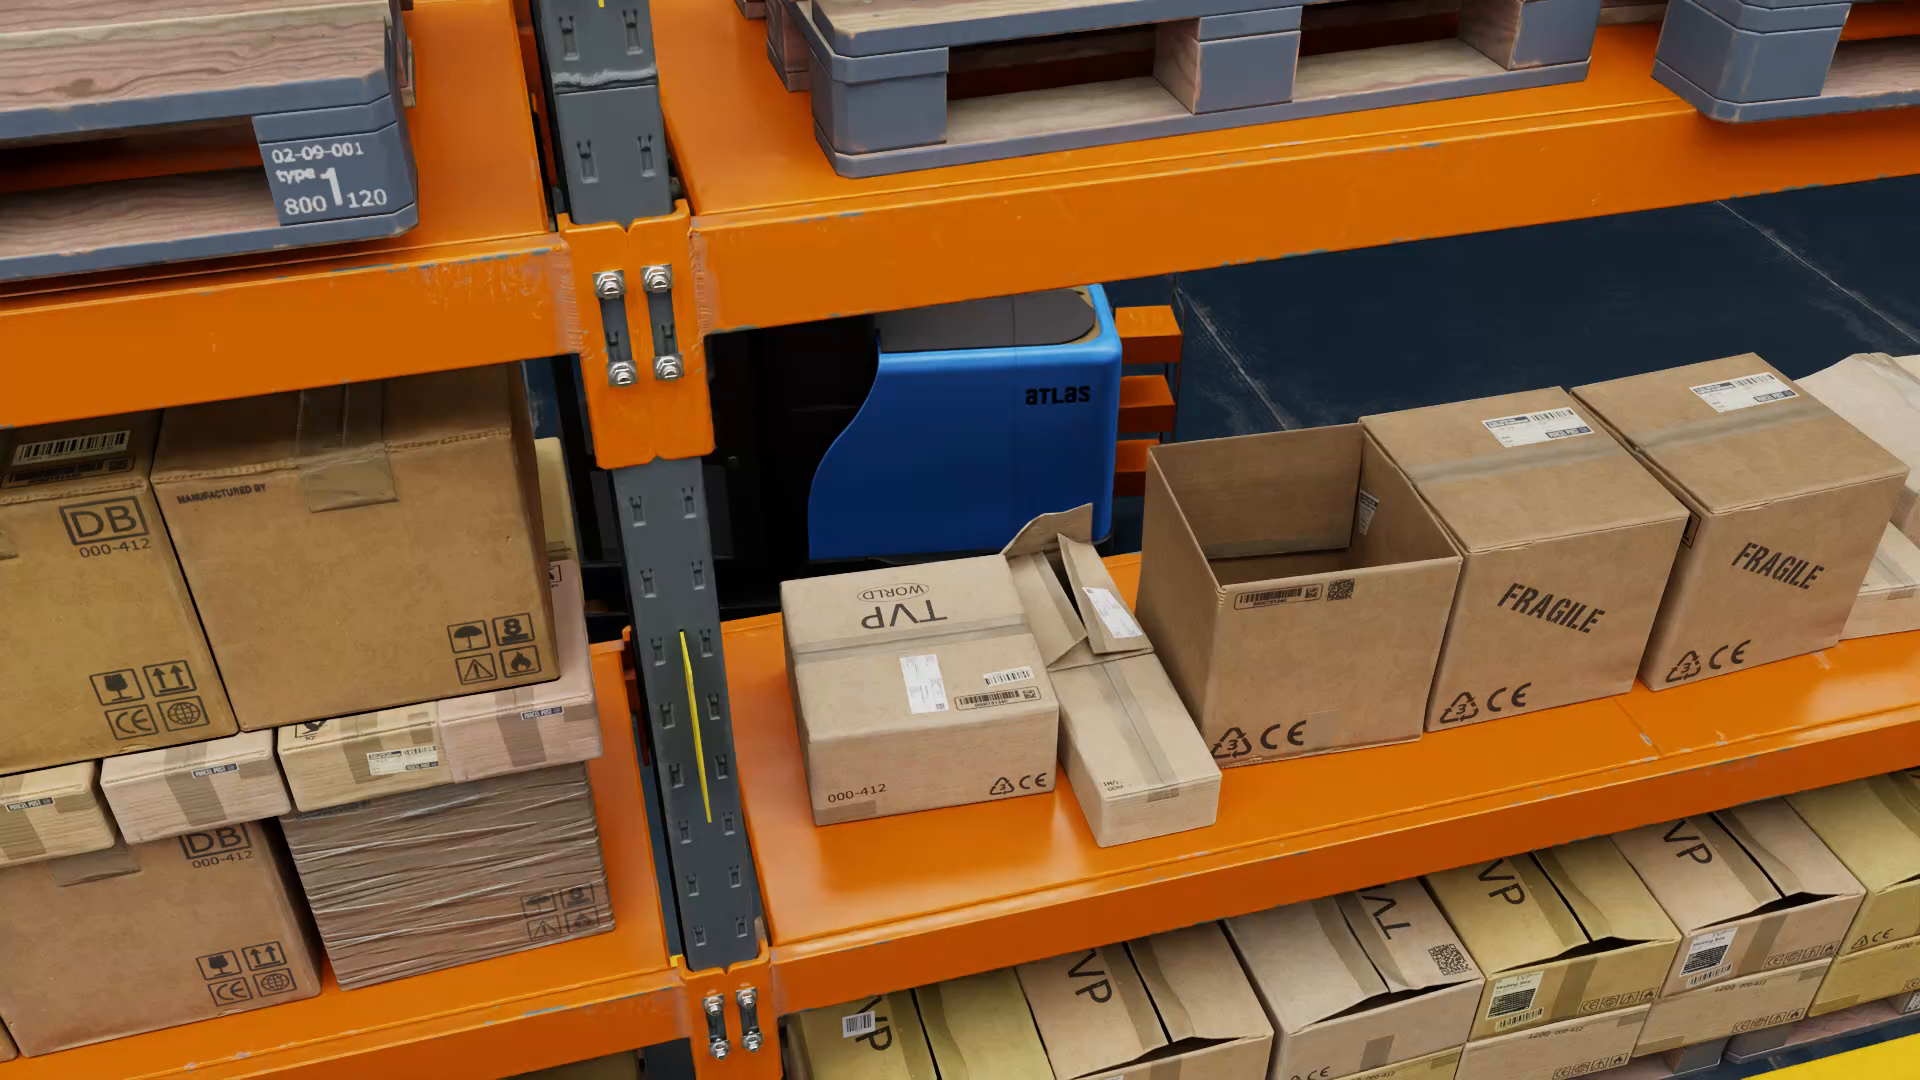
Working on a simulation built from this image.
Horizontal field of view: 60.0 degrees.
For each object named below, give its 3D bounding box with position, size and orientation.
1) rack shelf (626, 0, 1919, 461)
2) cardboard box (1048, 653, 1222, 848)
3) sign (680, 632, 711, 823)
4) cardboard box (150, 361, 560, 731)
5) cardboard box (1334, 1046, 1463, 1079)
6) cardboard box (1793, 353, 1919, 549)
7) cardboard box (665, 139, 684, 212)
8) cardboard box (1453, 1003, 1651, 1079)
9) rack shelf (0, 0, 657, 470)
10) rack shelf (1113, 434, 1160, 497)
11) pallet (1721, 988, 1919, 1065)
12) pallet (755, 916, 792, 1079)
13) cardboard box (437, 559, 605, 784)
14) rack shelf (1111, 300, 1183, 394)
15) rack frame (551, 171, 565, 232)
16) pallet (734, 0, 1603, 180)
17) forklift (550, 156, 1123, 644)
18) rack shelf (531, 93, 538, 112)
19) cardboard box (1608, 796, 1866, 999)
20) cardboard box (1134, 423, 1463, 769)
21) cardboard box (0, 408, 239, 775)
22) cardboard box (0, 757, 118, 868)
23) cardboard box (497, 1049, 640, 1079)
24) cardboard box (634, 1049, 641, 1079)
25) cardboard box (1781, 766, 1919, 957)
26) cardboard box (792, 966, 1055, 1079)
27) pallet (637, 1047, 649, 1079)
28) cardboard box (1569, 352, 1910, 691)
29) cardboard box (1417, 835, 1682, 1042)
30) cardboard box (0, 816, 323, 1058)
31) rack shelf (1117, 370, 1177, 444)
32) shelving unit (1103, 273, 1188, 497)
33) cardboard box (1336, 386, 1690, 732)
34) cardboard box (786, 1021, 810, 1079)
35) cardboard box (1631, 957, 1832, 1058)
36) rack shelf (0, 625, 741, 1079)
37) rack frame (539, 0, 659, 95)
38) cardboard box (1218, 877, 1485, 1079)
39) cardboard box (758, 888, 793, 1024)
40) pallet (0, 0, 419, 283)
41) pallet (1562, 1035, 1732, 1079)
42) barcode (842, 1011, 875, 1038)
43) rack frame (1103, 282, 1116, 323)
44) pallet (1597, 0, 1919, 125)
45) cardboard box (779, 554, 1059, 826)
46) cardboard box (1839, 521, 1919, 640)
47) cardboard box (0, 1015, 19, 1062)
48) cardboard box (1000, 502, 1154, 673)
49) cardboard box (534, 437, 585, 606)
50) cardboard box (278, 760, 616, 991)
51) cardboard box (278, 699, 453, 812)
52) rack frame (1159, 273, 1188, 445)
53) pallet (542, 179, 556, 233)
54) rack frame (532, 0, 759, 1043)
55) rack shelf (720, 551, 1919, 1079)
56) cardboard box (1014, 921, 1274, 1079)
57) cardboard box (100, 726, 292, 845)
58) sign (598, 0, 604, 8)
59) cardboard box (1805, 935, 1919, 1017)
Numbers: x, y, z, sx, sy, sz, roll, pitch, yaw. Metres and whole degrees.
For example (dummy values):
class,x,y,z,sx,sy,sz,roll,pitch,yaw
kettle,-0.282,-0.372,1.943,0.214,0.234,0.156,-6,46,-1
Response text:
class,x,y,z,sx,sy,sz,roll,pitch,yaw
rack shelf,1.370,-0.875,3.048,4.000,0.370,1.077,-9,38,-12
cardboard box,0.348,0.427,3.430,0.250,0.149,0.380,-9,38,-12
sign,-0.415,0.298,2.614,0.005,0.325,0.100,-9,38,-12
cardboard box,-0.988,-0.133,2.805,0.500,0.500,0.700,-9,38,-12
cardboard box,0.886,1.191,4.142,0.500,0.250,0.500,-10,39,-13
cardboard box,2.386,-0.222,4.145,0.500,0.311,0.500,-10,38,-12
cardboard box,-1.150,-1.866,7.915,0.500,0.500,0.700,-8,38,-10
cardboard box,1.377,1.111,4.247,0.500,0.250,0.500,-9,38,-11
rack shelf,-2.492,-0.241,2.220,4.000,0.370,1.077,-9,38,-12
rack shelf,0.631,-0.221,6.150,0.240,0.259,0.215,-3,38,-4
pallet,2.496,0.929,4.862,1.213,0.211,1.003,-9,38,-12
pallet,0.140,1.316,4.356,1.213,0.211,1.003,-9,38,-12
cardboard box,-0.768,0.219,2.879,0.250,0.149,0.380,-9,38,-12
rack shelf,0.631,-0.667,5.808,0.240,0.259,0.215,-3,38,-4
rack frame,-1.856,-2.557,7.124,0.127,3.000,1.000,-9,38,-12
pallet,0.287,-0.915,2.666,1.217,0.209,0.805,-11,39,-14
forklift,-1.011,-1.133,5.319,3.031,2.935,1.130,-3,38,-4
rack shelf,-3.787,-1.955,6.929,4.000,0.370,1.077,-9,38,-12
cardboard box,1.871,0.809,4.180,0.500,0.311,0.500,-10,38,-12
cardboard box,0.693,0.112,3.552,0.500,0.500,0.500,-7,38,-9
cardboard box,-1.475,-0.052,2.700,0.500,0.500,0.700,-9,38,-12
cardboard box,-1.513,0.342,2.718,0.250,0.149,0.380,-9,38,-12
cardboard box,-0.952,1.475,3.771,0.500,0.250,0.500,-9,38,-12
cardboard box,-1.088,1.169,4.171,0.500,0.250,0.500,-9,38,-12
cardboard box,2.359,0.730,4.282,0.500,0.311,0.500,-10,39,-13
cardboard box,-0.097,1.131,3.759,0.500,0.311,0.500,-9,38,-12
pallet,-1.340,1.557,4.041,1.213,0.211,1.003,-9,38,-12
cardboard box,1.685,-0.050,3.765,0.500,0.500,0.500,-11,39,-14
cardboard box,1.387,0.887,4.078,0.500,0.311,0.500,-8,38,-11
cardboard box,-1.495,0.469,3.085,0.500,0.500,0.700,-10,38,-12
rack shelf,0.631,-0.442,5.981,0.240,0.259,0.215,-3,38,-4
shelving unit,0.631,-0.450,5.974,0.252,1.050,0.215,-3,38,-4
cardboard box,1.177,0.033,3.656,0.500,0.500,0.500,-9,38,-12
cardboard box,-0.107,1.354,3.928,0.500,0.250,0.500,-10,39,-13
cardboard box,1.873,1.027,4.355,0.500,0.250,0.500,-8,38,-11
rack shelf,-2.492,0.950,3.131,4.000,0.370,1.077,-9,38,-12
rack frame,-0.561,-2.035,1.504,0.127,3.000,1.000,-9,38,-12
cardboard box,0.887,0.972,3.966,0.500,0.311,0.500,-11,39,-13
cardboard box,-0.236,1.037,4.343,0.500,0.250,0.500,-10,38,-12
pallet,-1.378,-0.658,2.246,1.213,0.211,1.003,-9,38,-12
pallet,1.320,1.120,4.612,1.213,0.211,1.003,-9,38,-12
barcode,-0.206,0.988,3.394,0.075,0.075,0.001,-9,38,-12
rack frame,0.510,-0.443,5.965,0.008,1.050,0.200,-3,38,-4
pallet,1.590,-1.063,2.858,1.213,0.211,1.003,-8,38,-10
cardboard box,-0.097,0.304,3.508,0.500,0.250,0.500,-7,38,-9
cardboard box,2.084,0.049,3.924,0.250,0.149,0.380,-7,38,-9
cardboard box,-1.981,0.547,2.984,0.500,0.500,0.700,-9,38,-11
cardboard box,0.240,0.154,3.690,0.258,0.266,0.396,-10,39,-13
cardboard box,-0.871,-0.021,3.192,0.250,0.149,0.380,-9,38,-12
cardboard box,-0.988,0.382,3.199,0.500,0.500,0.700,-10,39,-13
cardboard box,-1.007,0.257,2.829,0.250,0.149,0.380,-10,39,-13
rack frame,0.753,-0.457,5.984,0.008,1.050,0.200,-3,38,-4
pallet,-2.495,-1.323,7.805,1.213,0.211,1.003,-9,38,-12
rack frame,-0.561,0.348,3.327,0.127,3.000,1.000,-9,38,-12
rack shelf,1.370,0.317,3.959,4.000,0.370,1.077,-9,38,-12
cardboard box,0.387,1.055,3.858,0.500,0.311,0.500,-10,38,-12
cardboard box,-1.259,0.300,2.773,0.250,0.149,0.380,-10,39,-13
sign,-0.415,-0.755,1.809,0.005,0.325,0.100,-9,38,-12
cardboard box,2.359,0.950,4.457,0.500,0.250,0.500,-10,38,-12
